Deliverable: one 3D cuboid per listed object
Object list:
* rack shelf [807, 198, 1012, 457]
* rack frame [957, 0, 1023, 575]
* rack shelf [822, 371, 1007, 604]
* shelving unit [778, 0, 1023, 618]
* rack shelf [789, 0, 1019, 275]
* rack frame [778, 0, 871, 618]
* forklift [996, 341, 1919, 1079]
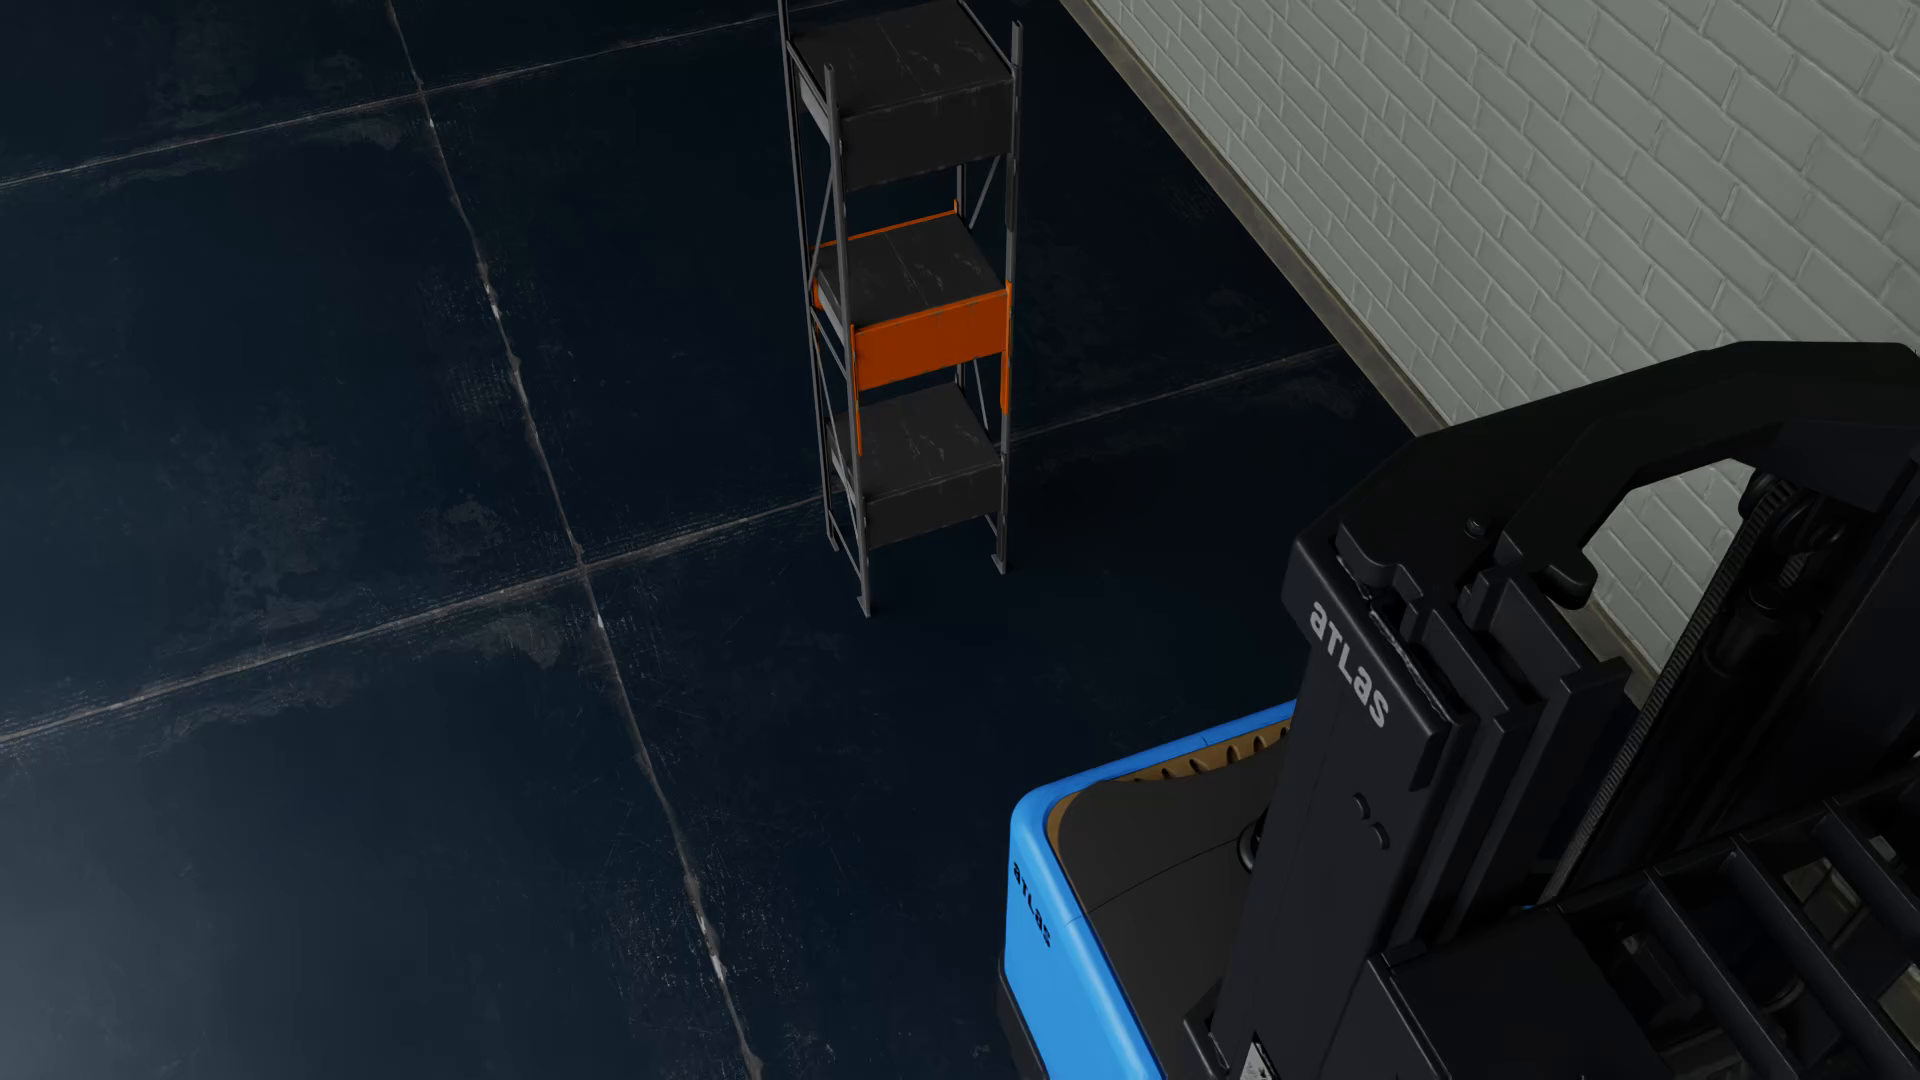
[{"bbox_3d":[-0.153,-0.628,4.923,0.480,0.518,0.431,-17,52,-14],"label":"rack shelf"},{"bbox_3d":[0.073,-0.707,4.973,0.015,2.100,0.400,-17,52,-14],"label":"rack frame"},{"bbox_3d":[-0.153,-0.172,5.454,0.480,0.518,0.431,-17,52,-14],"label":"rack shelf"},{"bbox_3d":[-0.153,-0.637,4.913,0.503,2.100,0.431,-17,52,-14],"label":"shelving unit"},{"bbox_3d":[-0.153,-1.084,4.392,0.480,0.518,0.431,-17,52,-14],"label":"rack shelf"},{"bbox_3d":[-0.379,-0.567,4.853,0.015,2.100,0.400,-17,52,-14],"label":"rack frame"},{"bbox_3d":[1.112,1.245,2.749,1.130,2.935,3.031,-17,51,-14],"label":"forklift"}]
